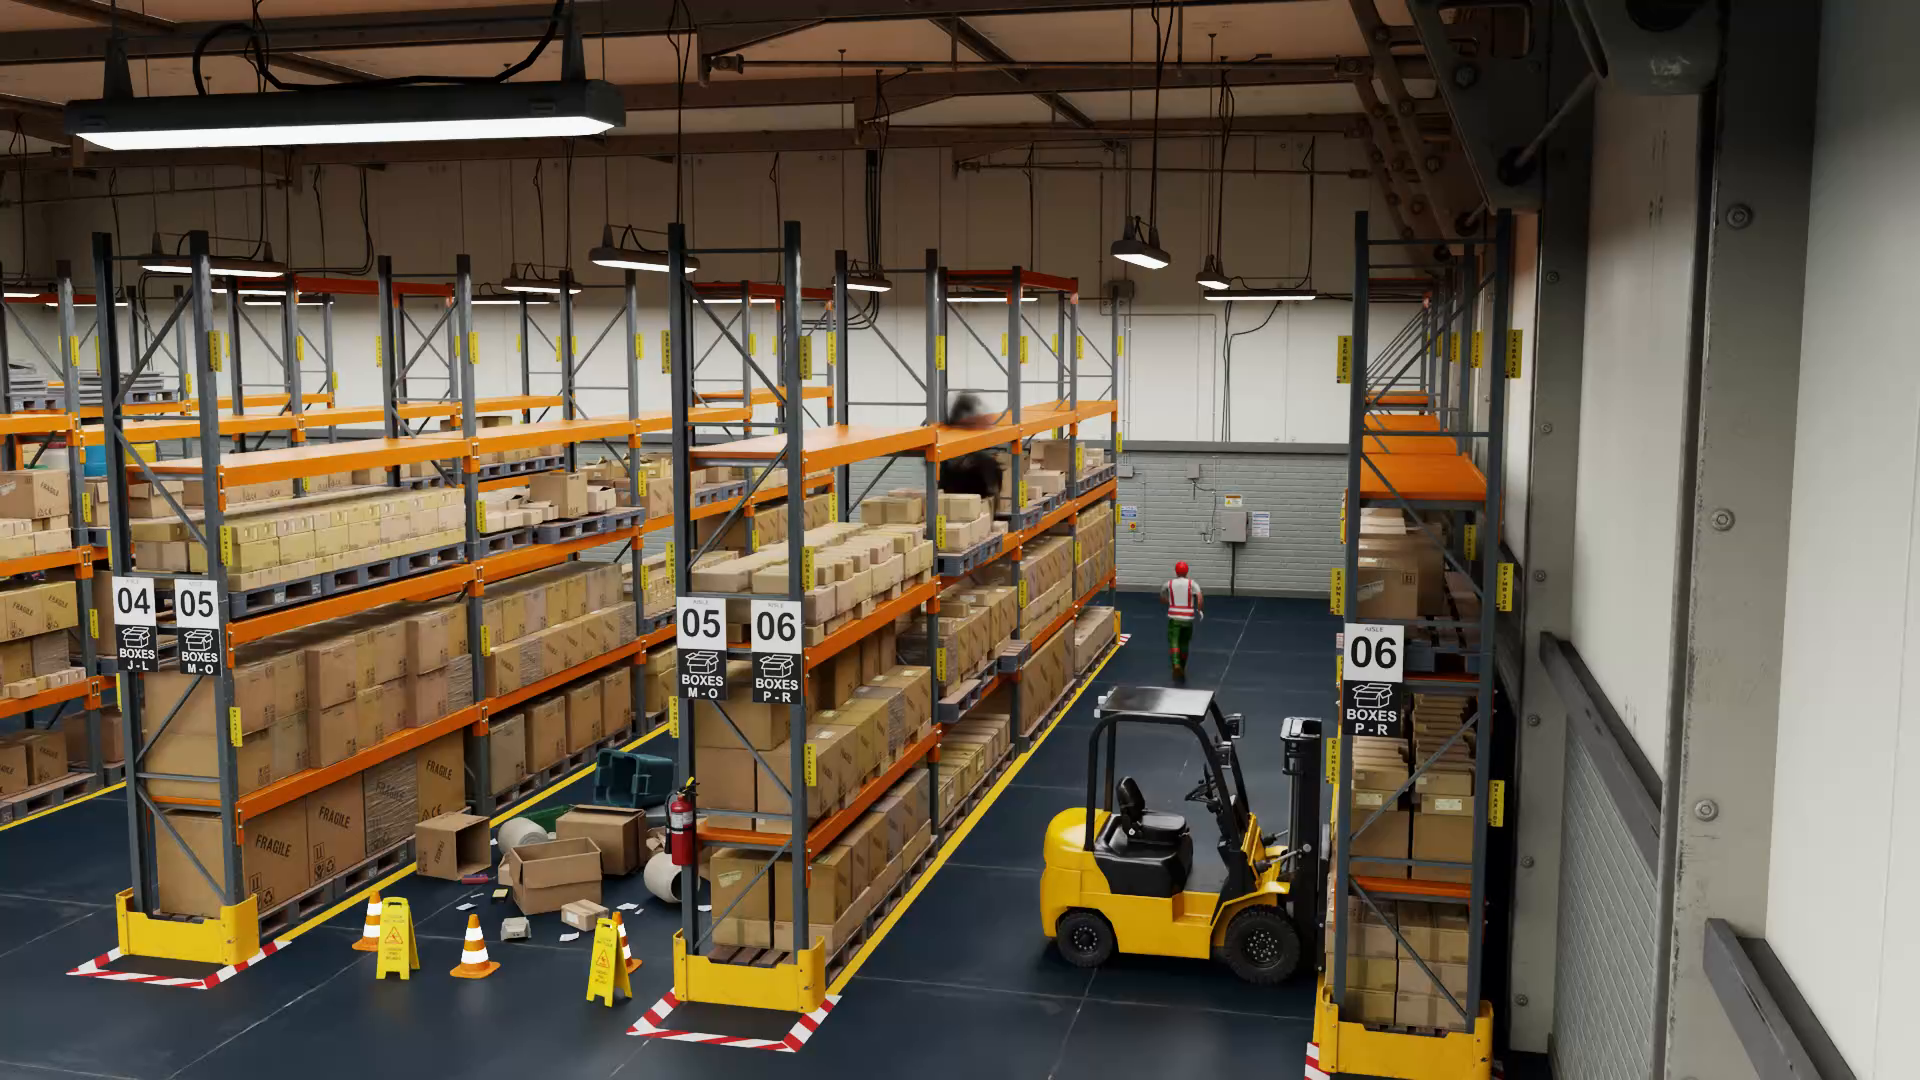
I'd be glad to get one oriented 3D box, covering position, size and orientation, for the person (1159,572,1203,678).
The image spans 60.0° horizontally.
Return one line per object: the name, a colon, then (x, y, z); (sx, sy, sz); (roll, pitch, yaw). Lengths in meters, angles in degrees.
person: (3.323, 1.221, 25.056); (0.661, 1.721, 0.993); (1, 7, 6)
